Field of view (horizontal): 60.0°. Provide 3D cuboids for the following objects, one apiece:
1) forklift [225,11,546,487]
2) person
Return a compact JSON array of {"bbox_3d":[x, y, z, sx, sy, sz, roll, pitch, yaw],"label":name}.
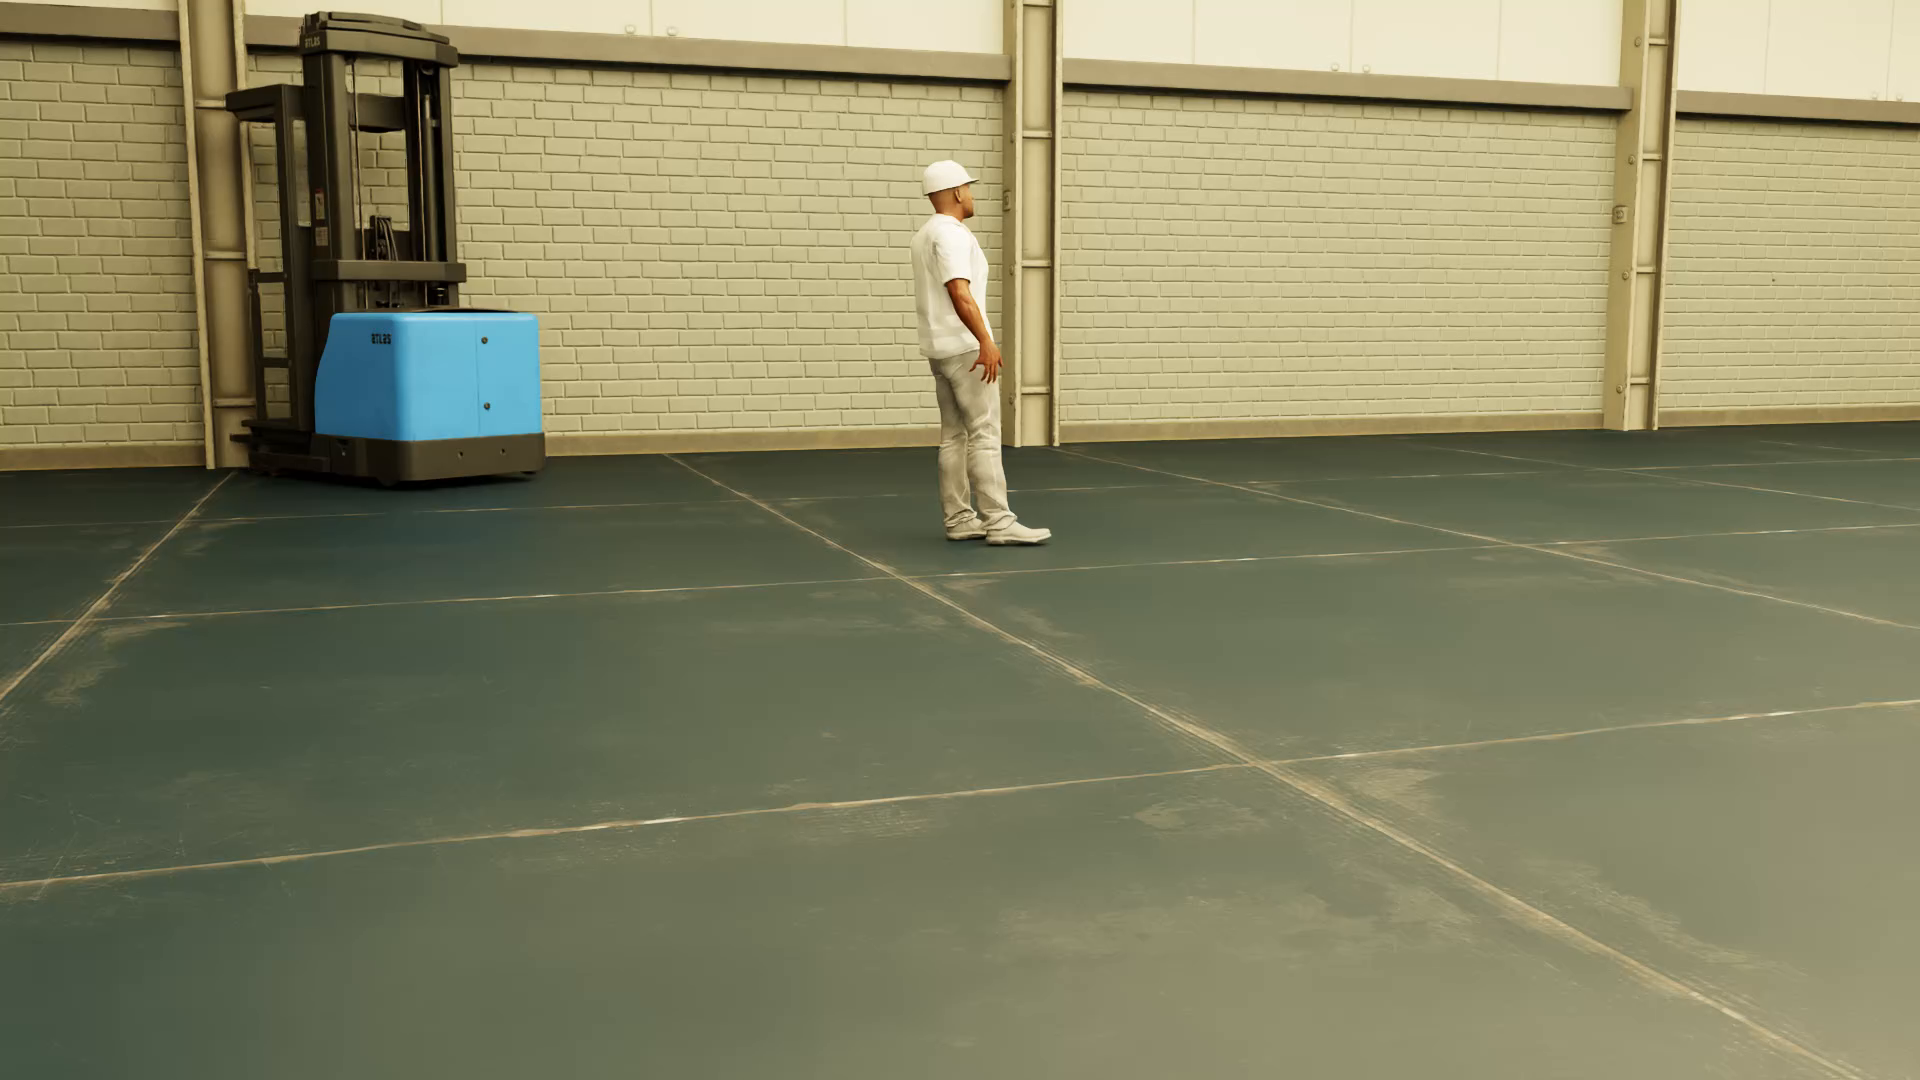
[{"bbox_3d":[-4.125,-1.915,11.130,3.031,2.935,1.130,7,10,40],"label":"forklift"},{"bbox_3d":[0.068,-0.885,7.820,0.575,1.768,0.665,-3,8,-18],"label":"person"}]
